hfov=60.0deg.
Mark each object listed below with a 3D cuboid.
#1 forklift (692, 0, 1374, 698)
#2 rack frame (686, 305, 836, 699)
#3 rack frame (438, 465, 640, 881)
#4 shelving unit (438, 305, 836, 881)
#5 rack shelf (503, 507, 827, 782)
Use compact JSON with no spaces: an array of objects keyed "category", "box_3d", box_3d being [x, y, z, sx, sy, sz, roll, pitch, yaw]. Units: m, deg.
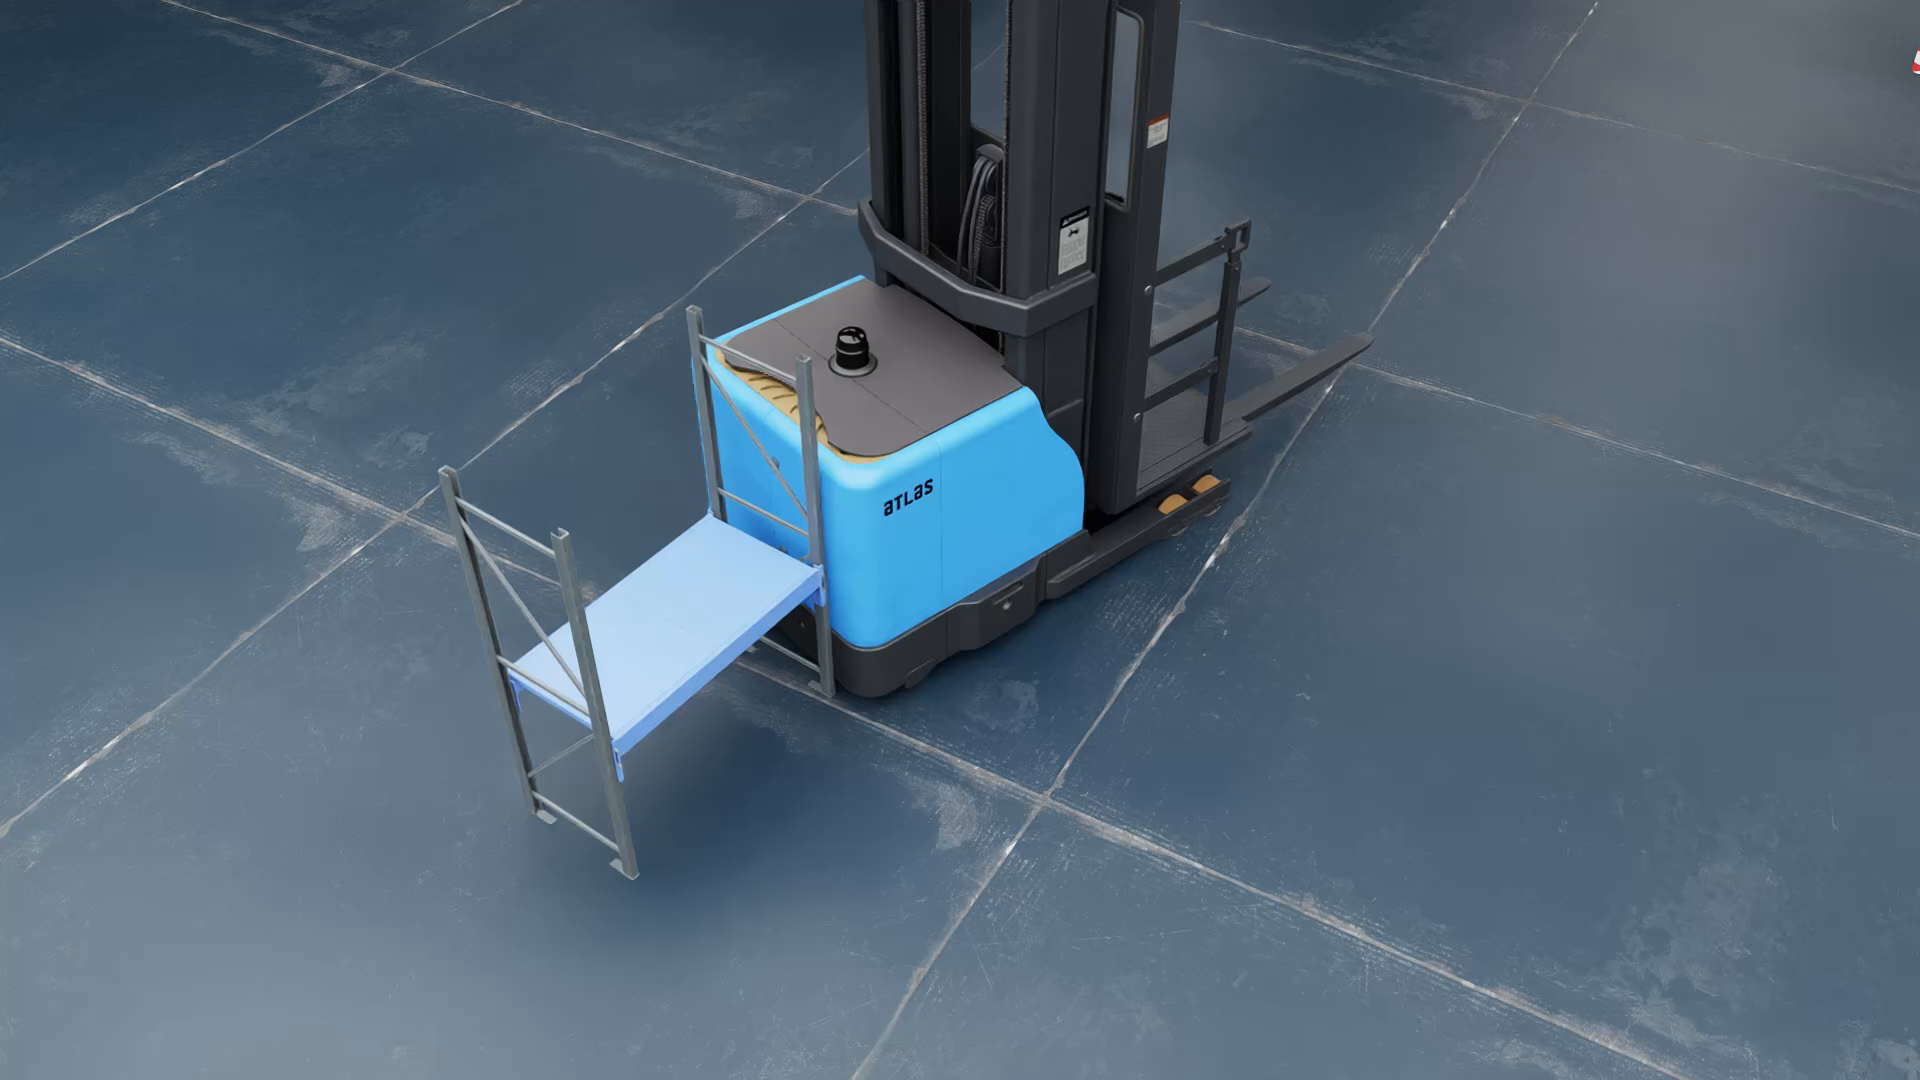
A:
[{"category":"forklift","box_3d":[0.483,-1.358,6.074,3.031,2.935,1.130,-29,49,-29]},{"category":"rack frame","box_3d":[-0.668,-0.087,5.714,0.500,1.500,0.032,26,47,26]},{"category":"rack frame","box_3d":[-1.268,0.455,5.098,0.500,1.500,0.032,26,47,26]},{"category":"shelving unit","box_3d":[-0.968,0.184,5.406,0.538,1.500,1.048,26,47,26]},{"category":"rack shelf","box_3d":[-0.968,0.319,5.525,0.538,0.185,1.000,26,47,26]}]
